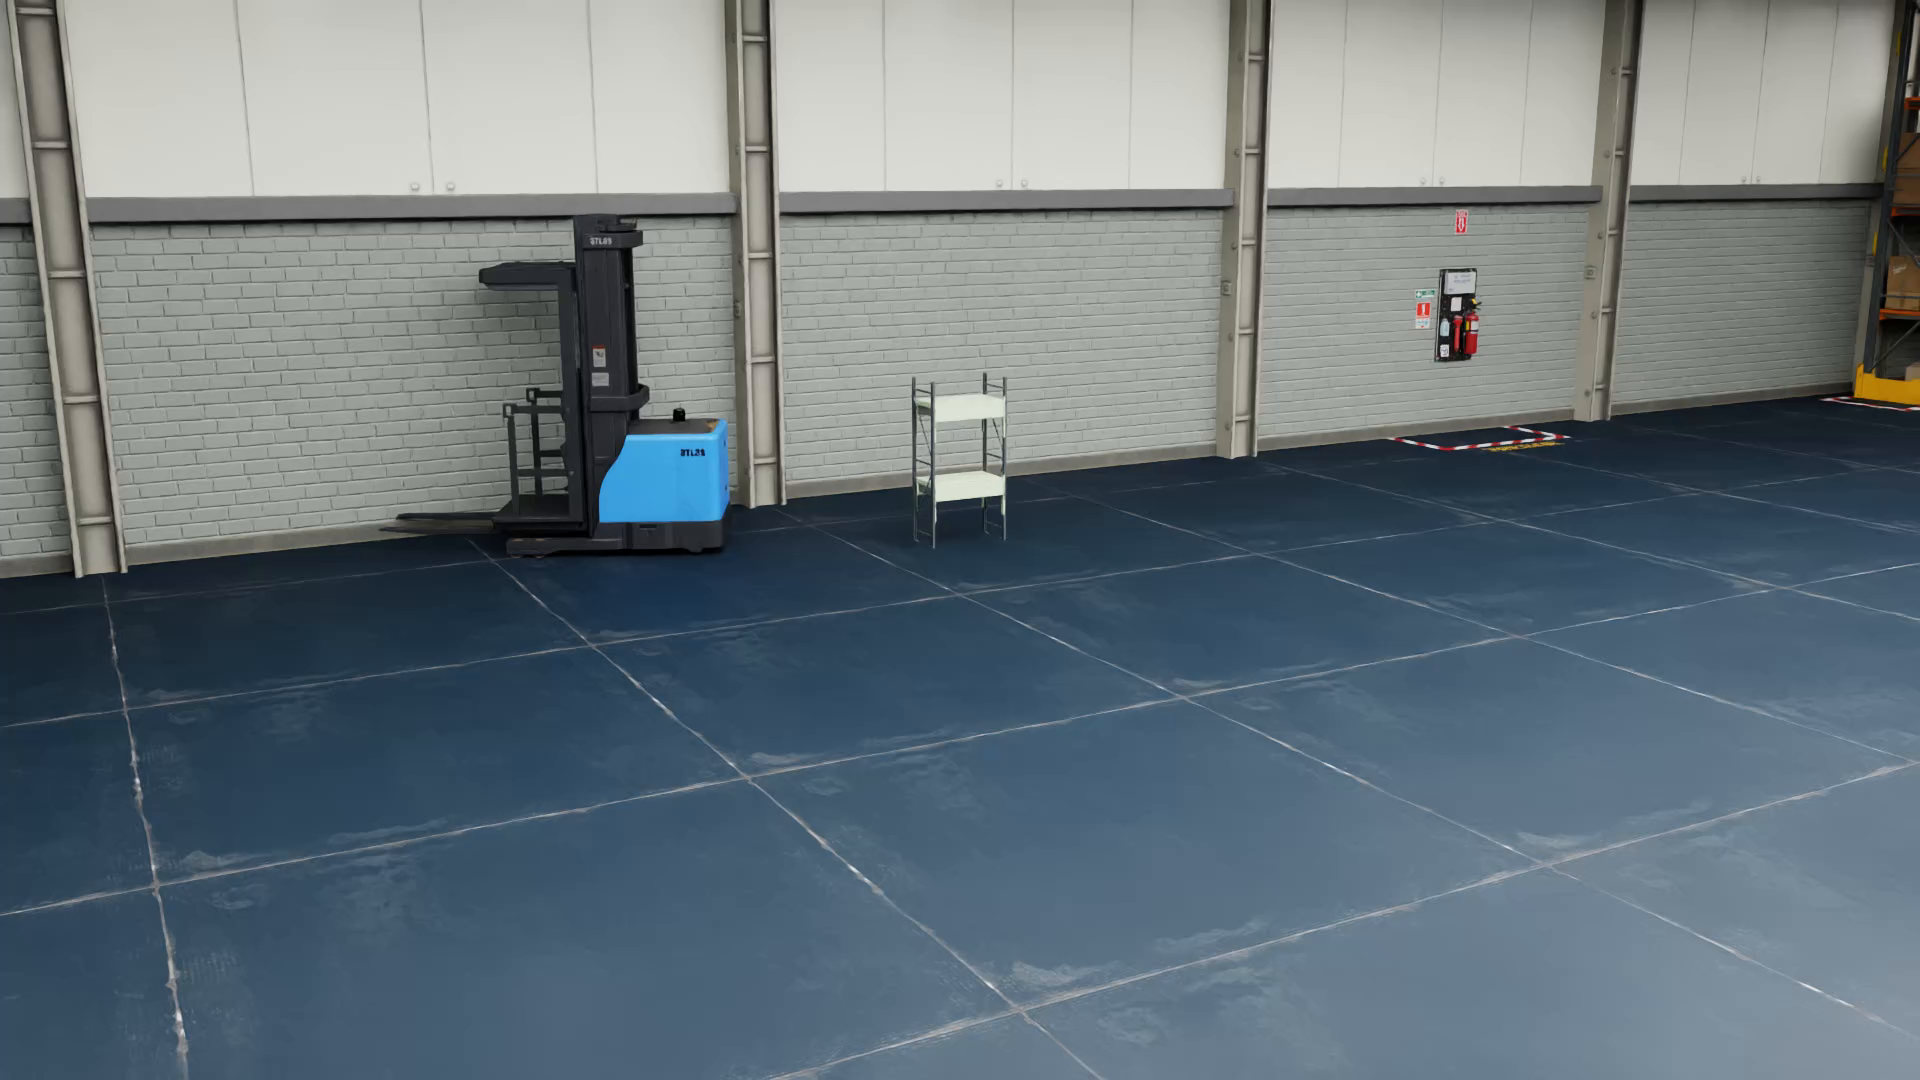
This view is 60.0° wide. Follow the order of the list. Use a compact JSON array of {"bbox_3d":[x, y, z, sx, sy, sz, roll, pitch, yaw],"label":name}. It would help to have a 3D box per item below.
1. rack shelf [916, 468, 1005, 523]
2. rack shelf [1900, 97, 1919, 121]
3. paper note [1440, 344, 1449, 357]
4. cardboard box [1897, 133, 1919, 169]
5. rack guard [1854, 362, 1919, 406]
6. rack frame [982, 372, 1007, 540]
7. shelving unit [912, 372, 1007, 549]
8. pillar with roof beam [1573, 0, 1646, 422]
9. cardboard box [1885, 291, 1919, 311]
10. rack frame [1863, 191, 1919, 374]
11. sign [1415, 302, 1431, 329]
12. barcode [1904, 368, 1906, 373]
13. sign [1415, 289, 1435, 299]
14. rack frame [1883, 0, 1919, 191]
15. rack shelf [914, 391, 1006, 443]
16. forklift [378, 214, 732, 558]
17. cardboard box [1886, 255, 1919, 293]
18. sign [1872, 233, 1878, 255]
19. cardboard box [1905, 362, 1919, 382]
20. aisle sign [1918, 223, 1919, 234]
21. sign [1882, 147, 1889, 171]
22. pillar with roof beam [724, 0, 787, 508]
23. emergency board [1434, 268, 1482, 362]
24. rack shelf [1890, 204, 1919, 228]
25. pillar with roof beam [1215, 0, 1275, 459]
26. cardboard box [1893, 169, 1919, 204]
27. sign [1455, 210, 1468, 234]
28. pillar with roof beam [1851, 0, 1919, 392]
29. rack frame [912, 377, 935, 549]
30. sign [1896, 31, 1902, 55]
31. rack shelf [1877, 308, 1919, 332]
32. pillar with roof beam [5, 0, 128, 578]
[{"bbox_3d":[-0.006,-0.413,15.154,0.720,0.370,0.431,-7,14,-28],"label":"rack shelf"},{"bbox_3d":[15.354,-6.267,24.248,4.000,0.370,1.077,-7,14,-28],"label":"rack shelf"},{"bbox_3d":[6.156,-2.404,21.106,0.142,0.148,0.016,-7,14,-28],"label":"paper note"},{"bbox_3d":[13.851,-5.588,23.865,0.500,0.500,0.500,-6,14,-25],"label":"cardboard box"},{"bbox_3d":[13.665,-2.271,24.202,0.348,0.500,1.175,-7,14,-28],"label":"rack guard"},{"bbox_3d":[0.315,-0.769,15.253,0.023,1.500,0.400,-7,14,-28],"label":"rack frame"},{"bbox_3d":[-0.006,-0.731,15.082,0.755,1.500,0.431,-7,14,-28],"label":"shelving unit"},{"bbox_3d":[10.594,-5.189,17.810,0.400,9.000,9.100,-7,14,-28],"label":"pillar with roof beam"},{"bbox_3d":[13.916,-3.506,24.291,0.500,0.250,0.500,-7,14,-27],"label":"cardboard box"},{"bbox_3d":[13.598,-3.482,23.892,0.127,3.000,1.000,-7,14,-28],"label":"rack frame"},{"bbox_3d":[5.810,-2.818,20.859,0.234,0.329,0.001,-7,14,-28],"label":"sign"},{"bbox_3d":[14.073,-2.524,24.735,0.075,0.075,0.001,-7,14,-28],"label":"barcode"},{"bbox_3d":[5.818,-3.075,20.795,0.331,0.109,0.001,-7,14,-28],"label":"sign"},{"bbox_3d":[13.598,-6.409,23.233,0.127,3.000,1.000,-7,14,-28],"label":"rack frame"},{"bbox_3d":[-0.006,-1.112,14.996,0.720,0.370,0.431,-7,14,-28],"label":"rack shelf"},{"bbox_3d":[-3.626,-1.391,14.754,3.031,2.935,1.130,-1,13,-3],"label":"forklift"},{"bbox_3d":[13.910,-3.875,24.226,0.500,0.500,0.500,-7,14,-28],"label":"cardboard box"},{"bbox_3d":[13.350,-4.311,24.215,0.005,0.325,0.100,-7,14,-28],"label":"sign"},{"bbox_3d":[14.249,-2.441,24.385,0.500,0.311,0.500,-9,15,-34],"label":"cardboard box"},{"bbox_3d":[13.679,-4.685,23.316,0.004,0.787,0.394,-7,14,-28],"label":"aisle sign"},{"bbox_3d":[13.350,-5.487,23.950,0.005,0.325,0.100,-7,14,-28],"label":"sign"},{"bbox_3d":[0.062,-3.926,12.201,0.400,9.000,9.100,-7,14,-28],"label":"pillar with roof beam"},{"bbox_3d":[6.344,-2.839,21.033,0.643,1.169,0.194,-7,14,-28],"label":"emergency board"},{"bbox_3d":[15.354,-4.805,24.577,4.000,0.370,1.077,-7,14,-28],"label":"rack shelf"},{"bbox_3d":[5.328,-4.557,15.005,0.400,9.000,9.100,-7,14,-28],"label":"pillar with roof beam"},{"bbox_3d":[13.843,-5.097,23.961,0.500,0.500,0.500,-6,14,-24],"label":"cardboard box"},{"bbox_3d":[6.290,-3.988,20.860,0.199,0.298,0.001,-7,14,-28],"label":"sign"},{"bbox_3d":[15.861,-5.820,20.615,0.400,9.000,9.100,-7,14,-28],"label":"pillar with roof beam"},{"bbox_3d":[-0.327,-0.692,14.911,0.023,1.500,0.400,-7,14,-28],"label":"rack frame"},{"bbox_3d":[13.350,-7.051,23.598,0.005,0.325,0.100,-7,14,-28],"label":"sign"},{"bbox_3d":[15.354,-3.342,24.906,4.000,0.370,1.077,-7,14,-28],"label":"rack shelf"},{"bbox_3d":[-5.205,-3.295,9.396,0.400,9.000,9.100,-7,14,-28],"label":"pillar with roof beam"}]
